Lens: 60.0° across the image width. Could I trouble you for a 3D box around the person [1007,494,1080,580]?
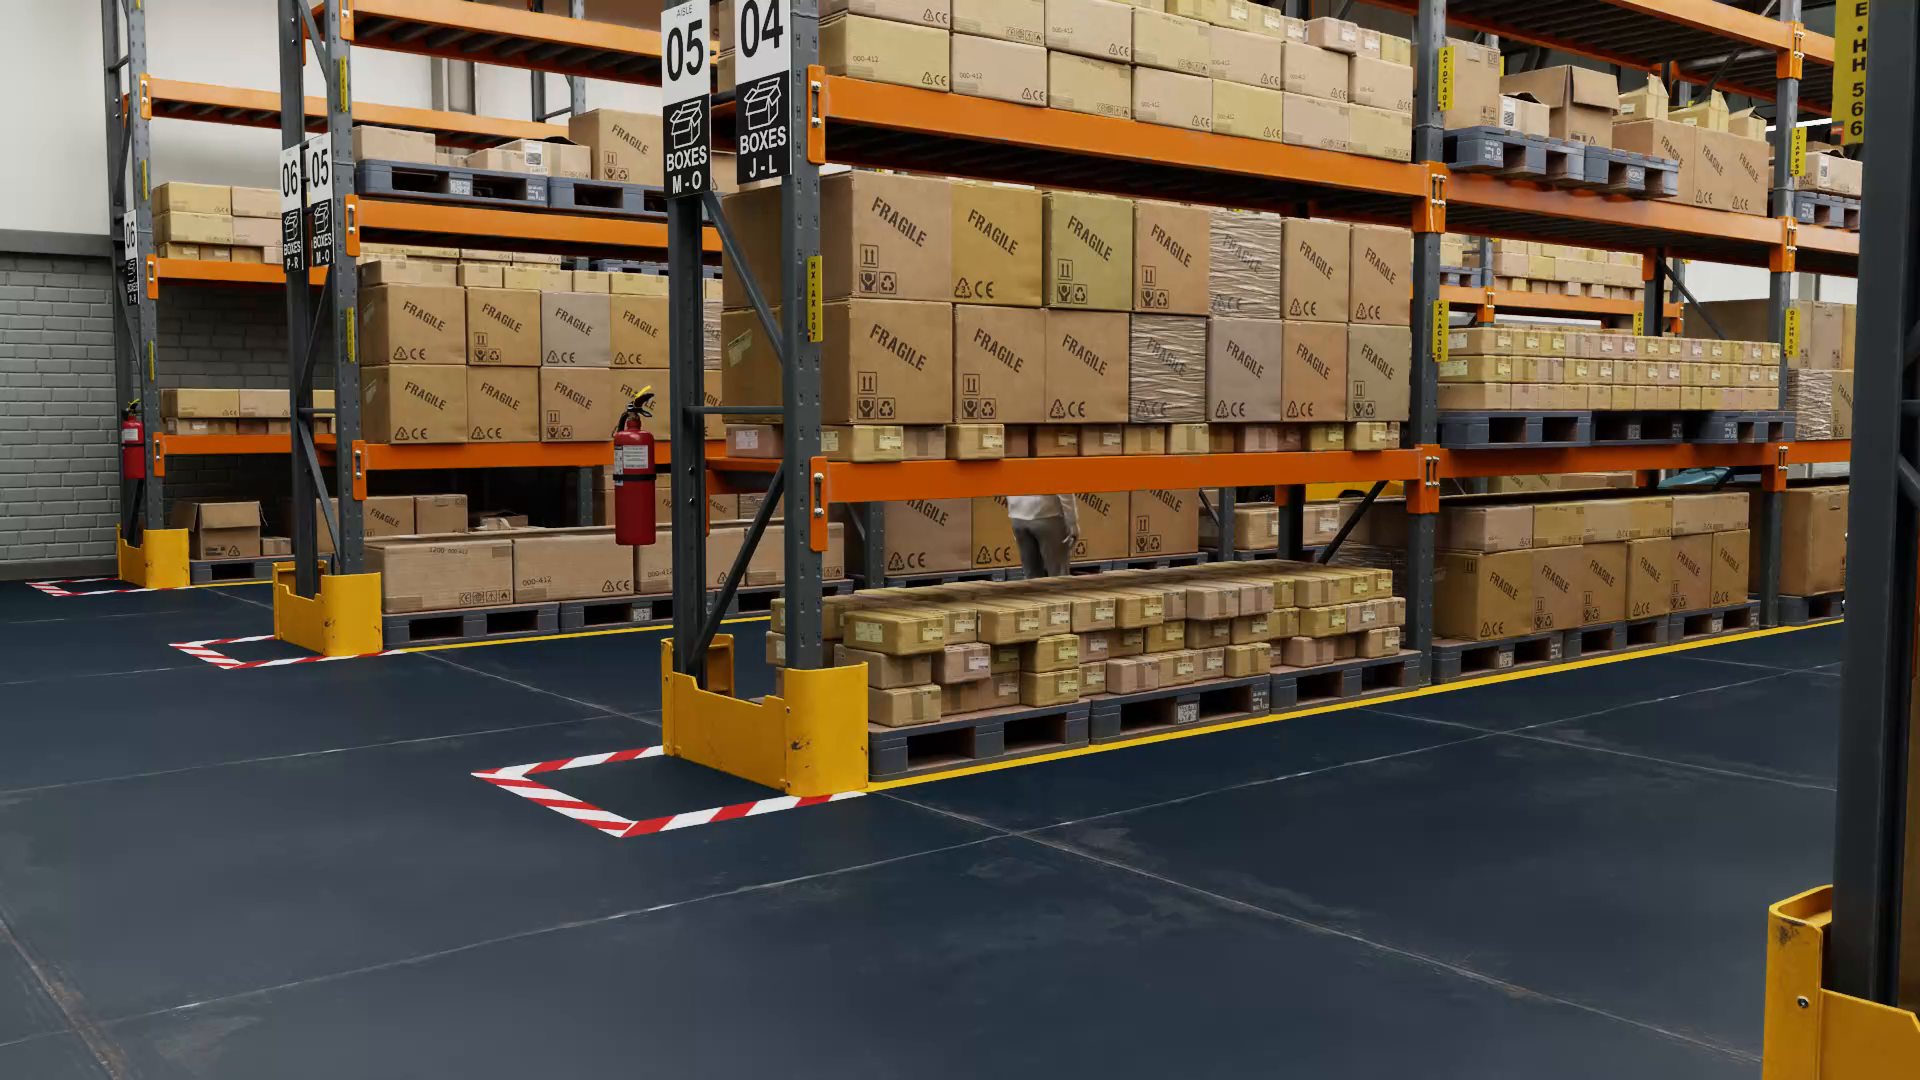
[{"bbox_3d":[0.501,-0.100,10.083,0.370,1.655,0.547,-4,6,-42],"label":"person"}]
